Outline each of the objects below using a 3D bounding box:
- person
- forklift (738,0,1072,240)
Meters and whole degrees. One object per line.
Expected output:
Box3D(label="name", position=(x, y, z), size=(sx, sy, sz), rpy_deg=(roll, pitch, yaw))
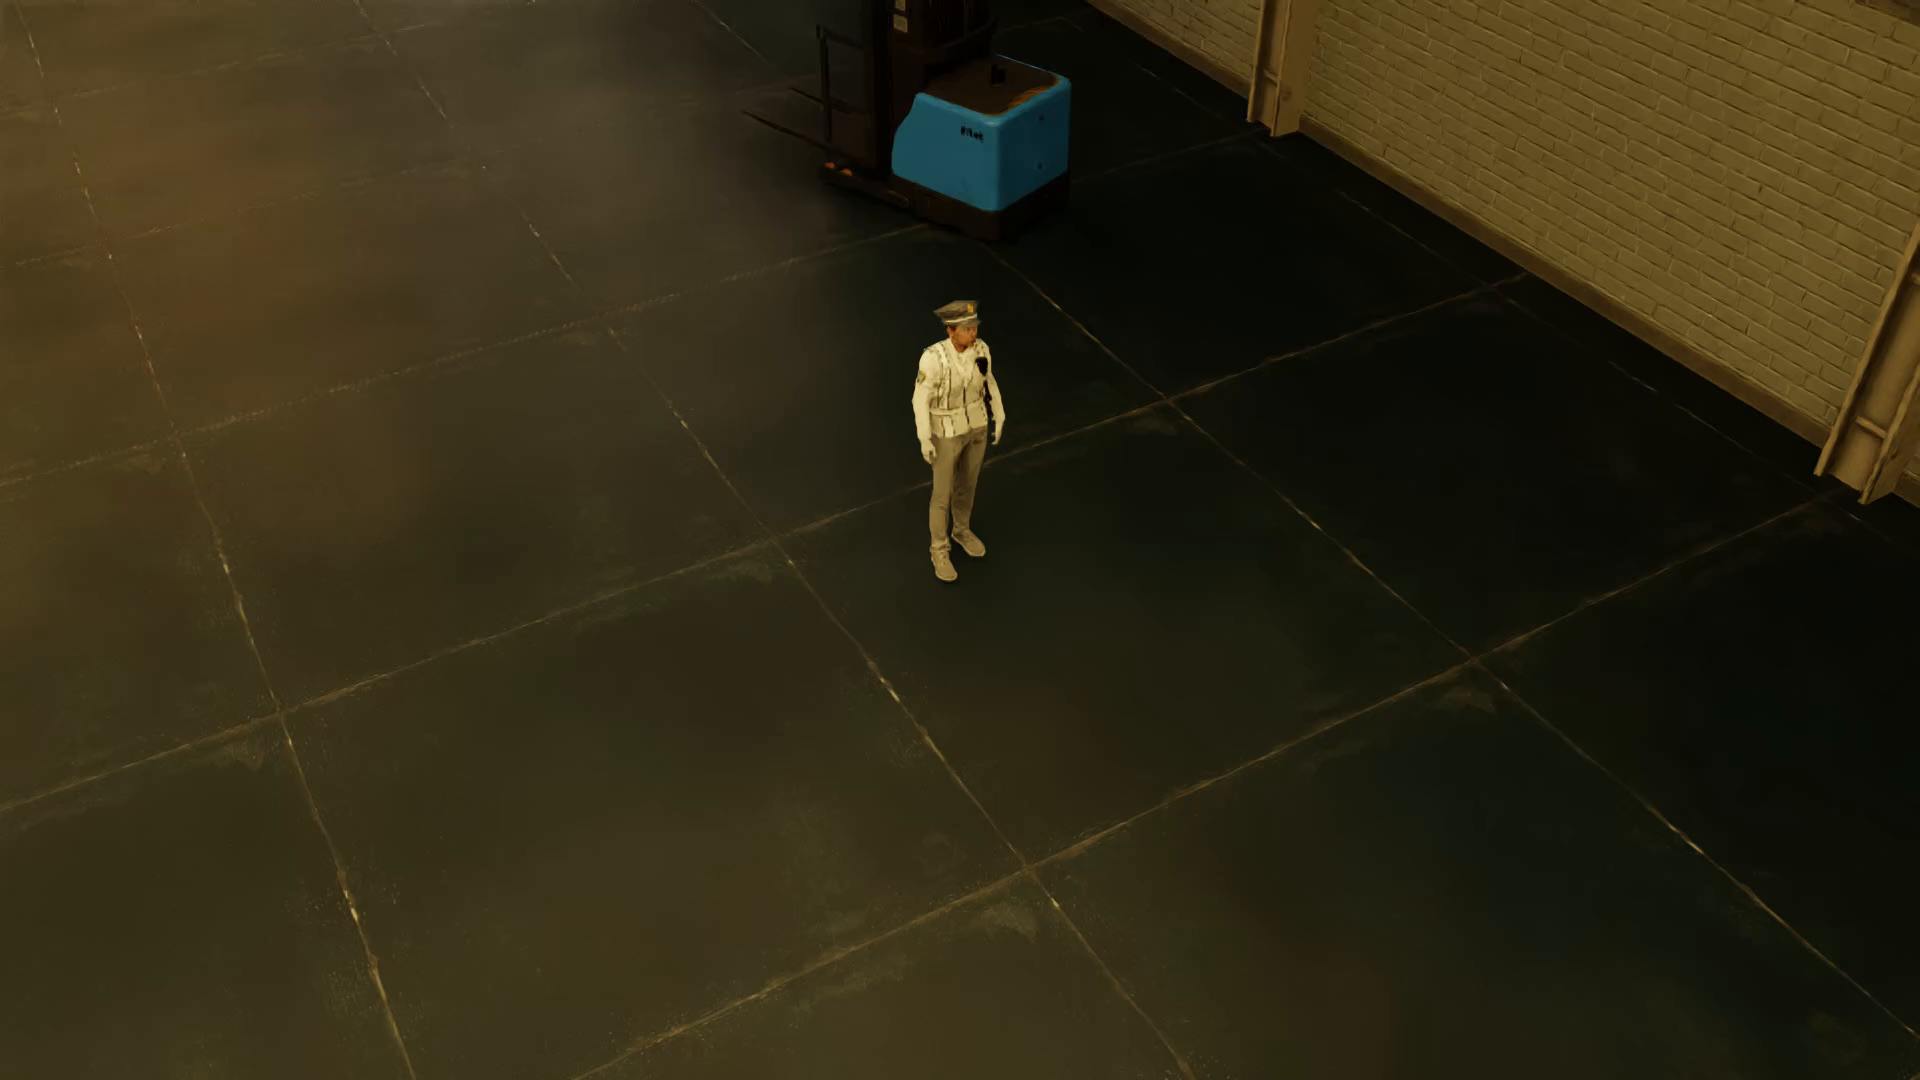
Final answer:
Box3D(label="person", position=(0.028, -0.618, 9.739), size=(0.586, 1.695, 0.532), rpy_deg=(-20, 44, -23))
Box3D(label="forklift", position=(-0.565, -4.279, 13.195), size=(3.031, 2.935, 1.130), rpy_deg=(28, 47, 30))
